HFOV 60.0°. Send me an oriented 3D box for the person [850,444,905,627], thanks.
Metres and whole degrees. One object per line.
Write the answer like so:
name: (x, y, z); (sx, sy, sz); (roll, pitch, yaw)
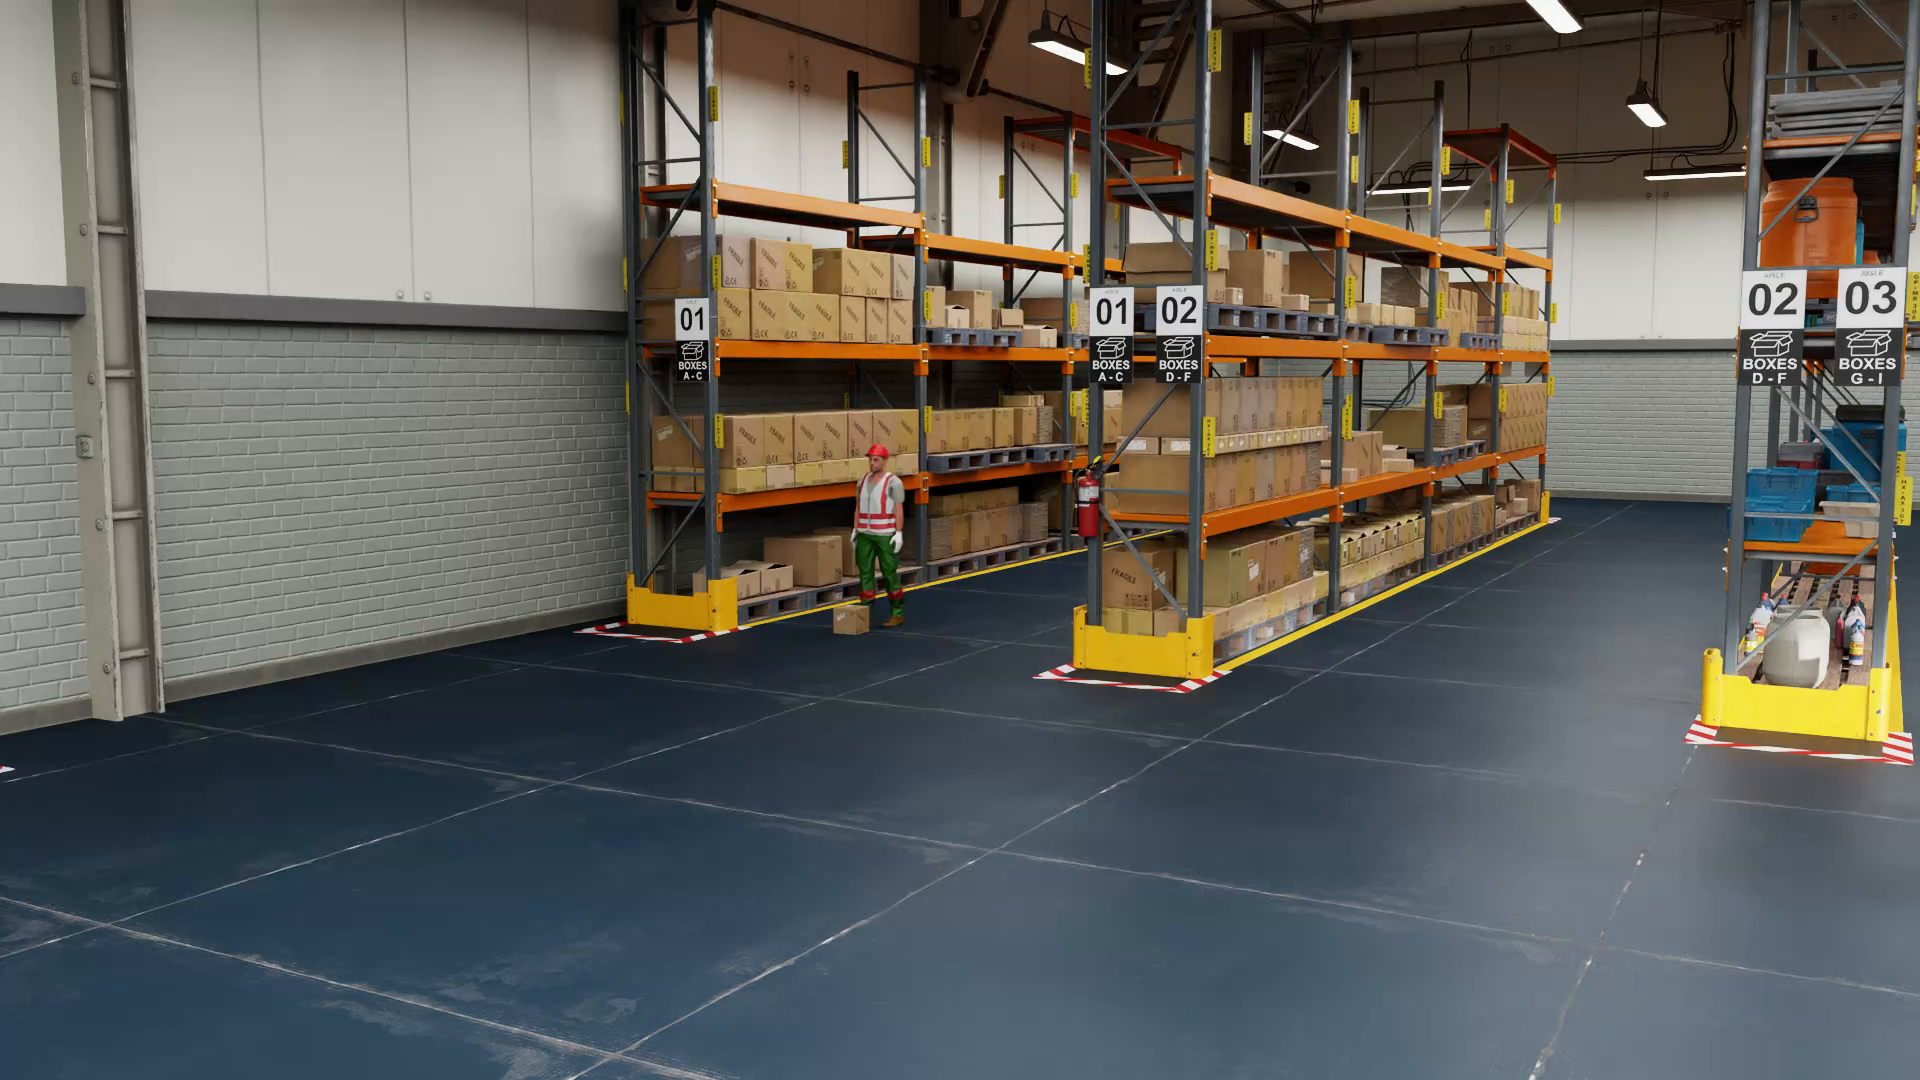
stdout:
person: (-0.824, -0.031, 16.321); (0.538, 1.814, 0.538); (3, 7, 29)
